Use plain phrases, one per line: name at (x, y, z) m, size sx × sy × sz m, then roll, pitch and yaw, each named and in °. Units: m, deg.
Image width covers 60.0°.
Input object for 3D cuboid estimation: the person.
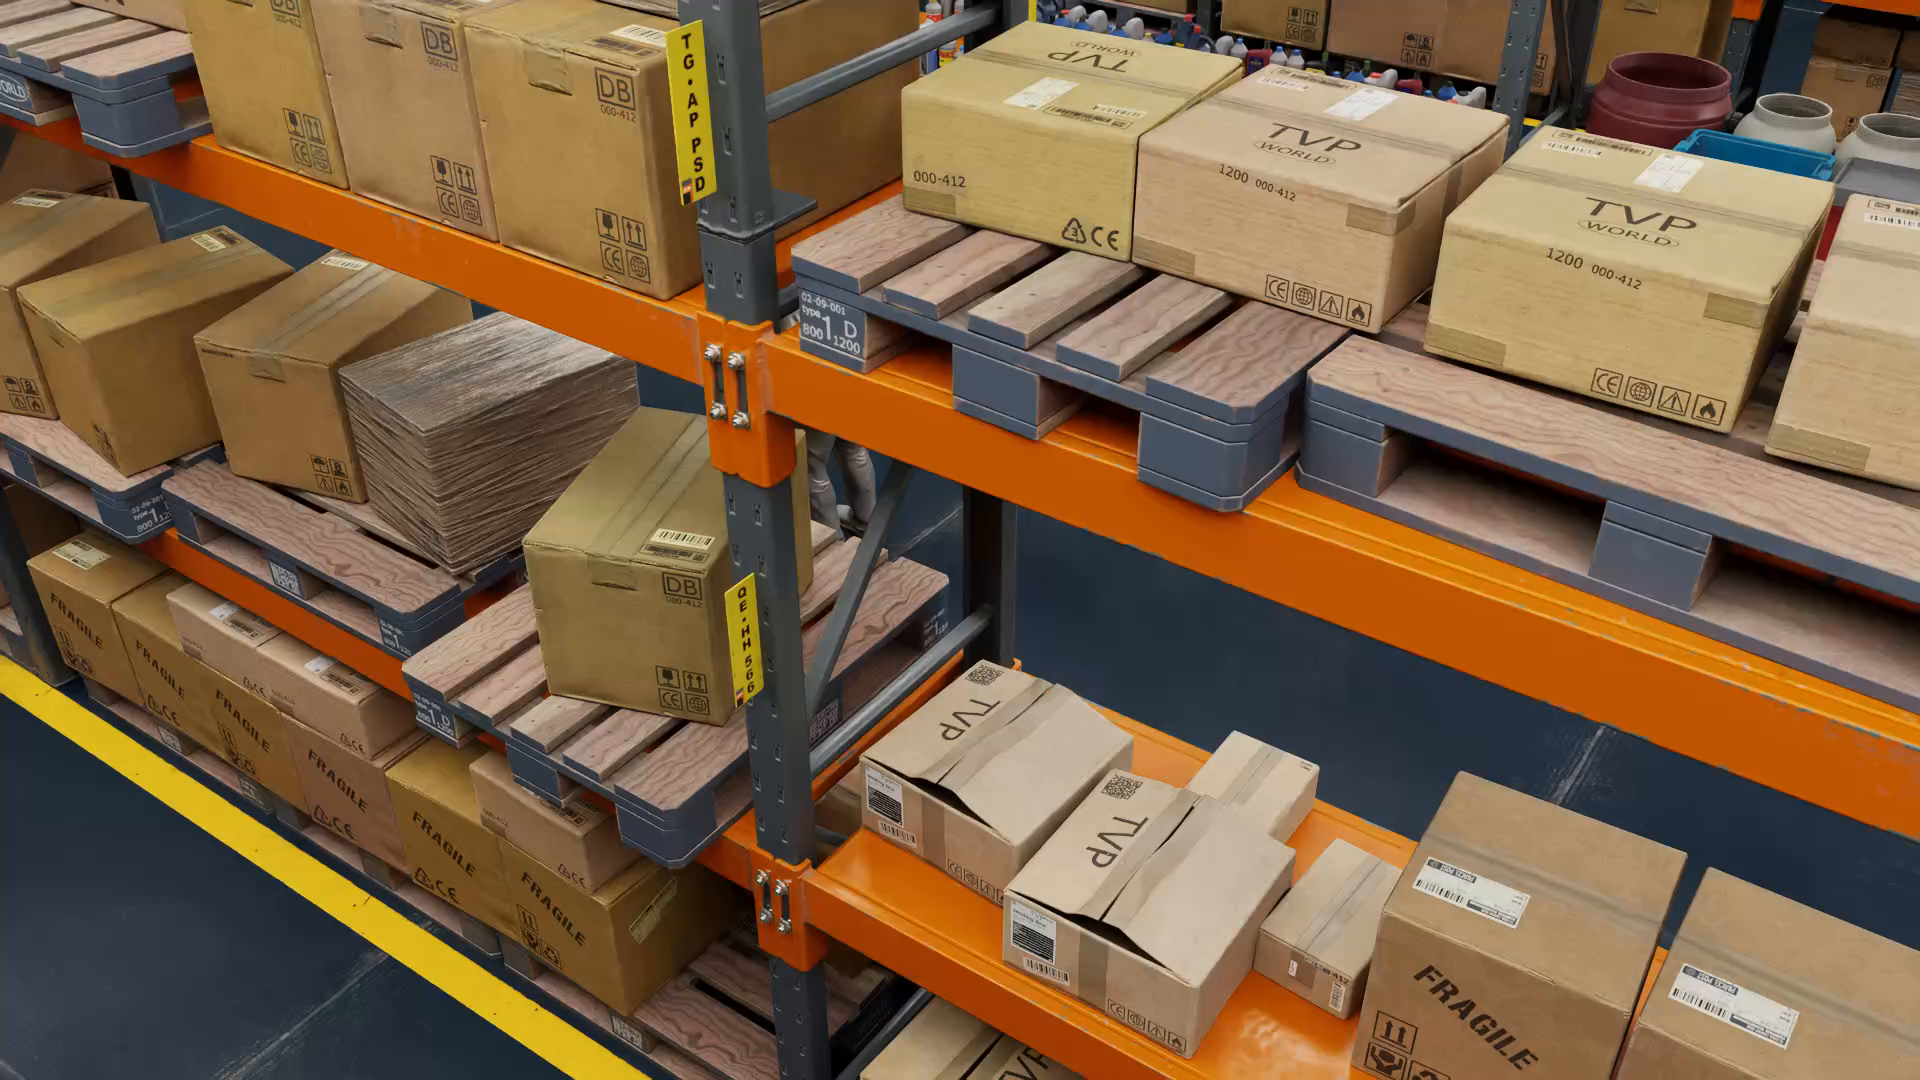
person at (-0.574, -0.681, 7.116) m, size 0.471 × 1.772 × 0.594 m, roll 19°, pitch 39°, yaw 26°
